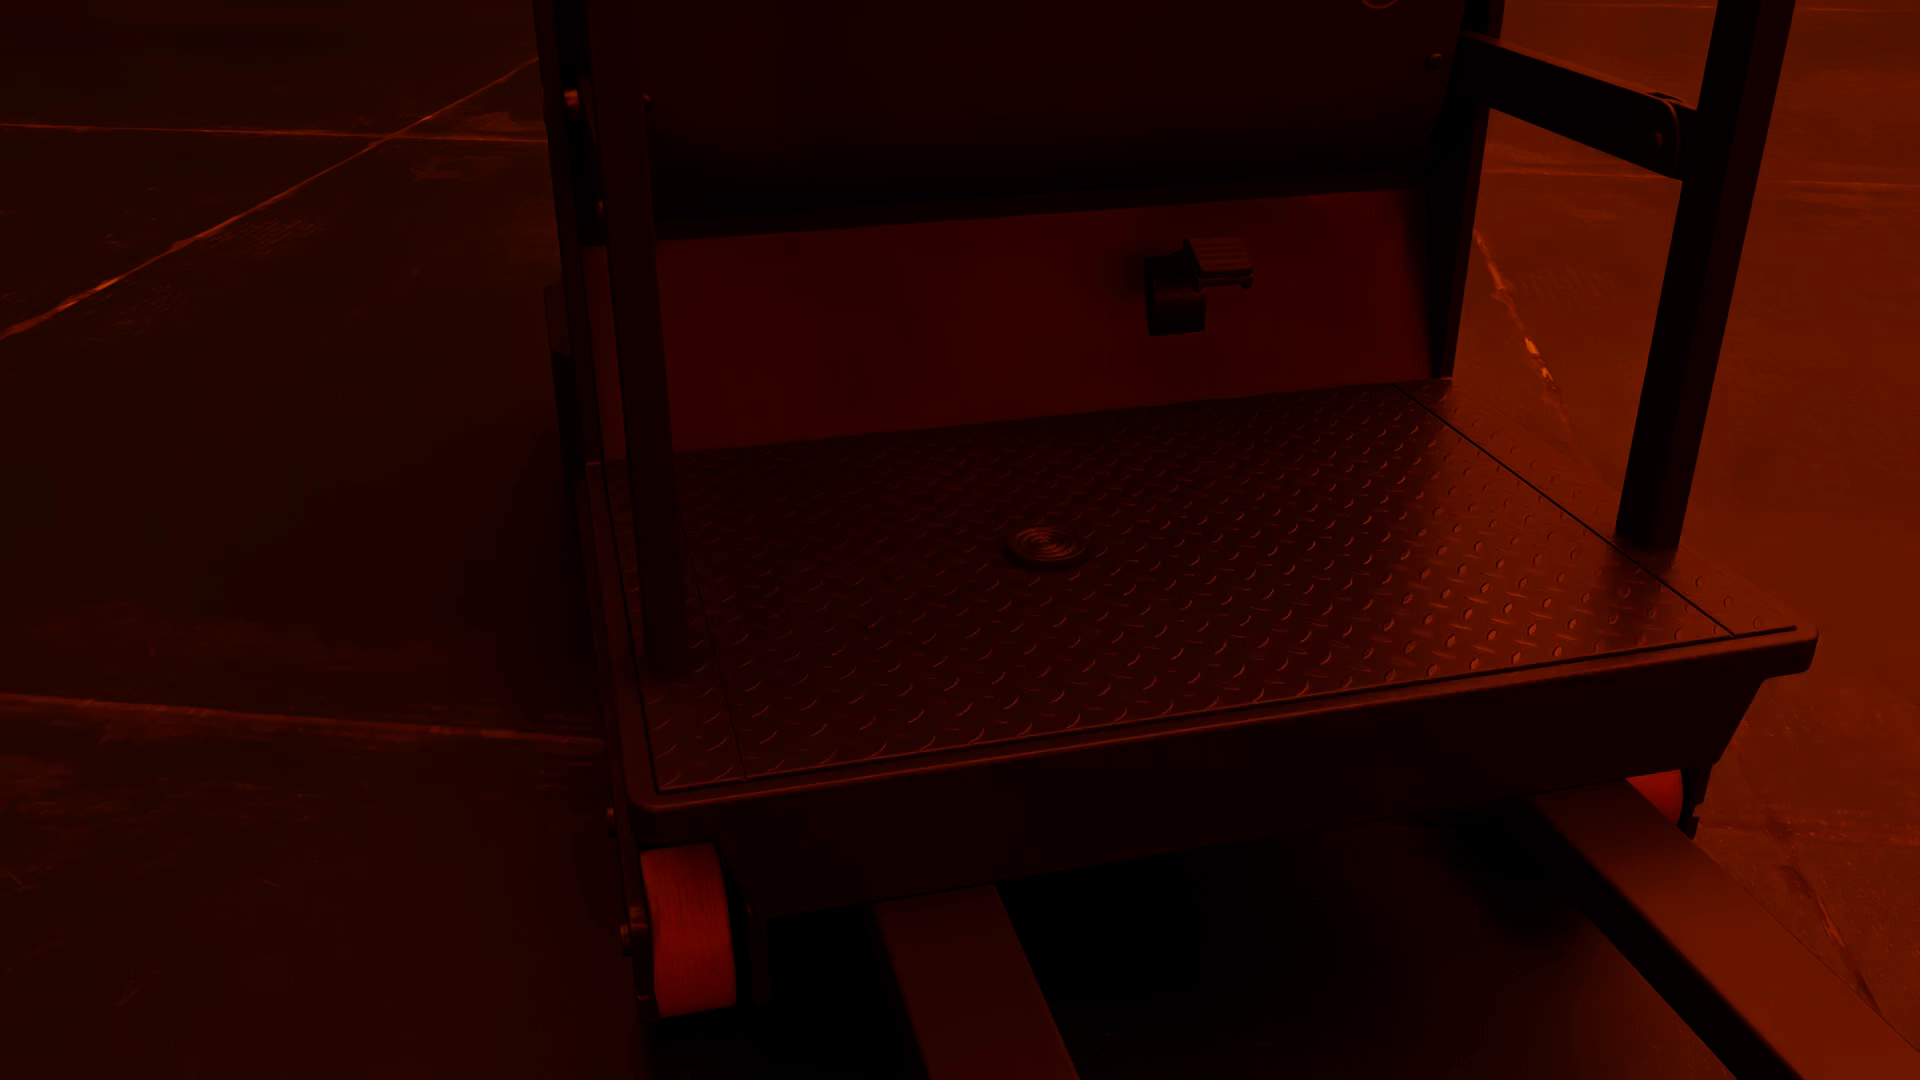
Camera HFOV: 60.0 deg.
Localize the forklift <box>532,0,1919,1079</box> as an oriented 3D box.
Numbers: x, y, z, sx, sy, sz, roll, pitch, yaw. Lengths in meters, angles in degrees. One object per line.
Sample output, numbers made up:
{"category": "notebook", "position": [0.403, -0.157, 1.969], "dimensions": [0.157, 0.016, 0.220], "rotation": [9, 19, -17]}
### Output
{"category": "forklift", "position": [0.153, -1.049, 1.319], "dimensions": [1.130, 2.935, 3.031], "rotation": [-7, 27, -13]}
